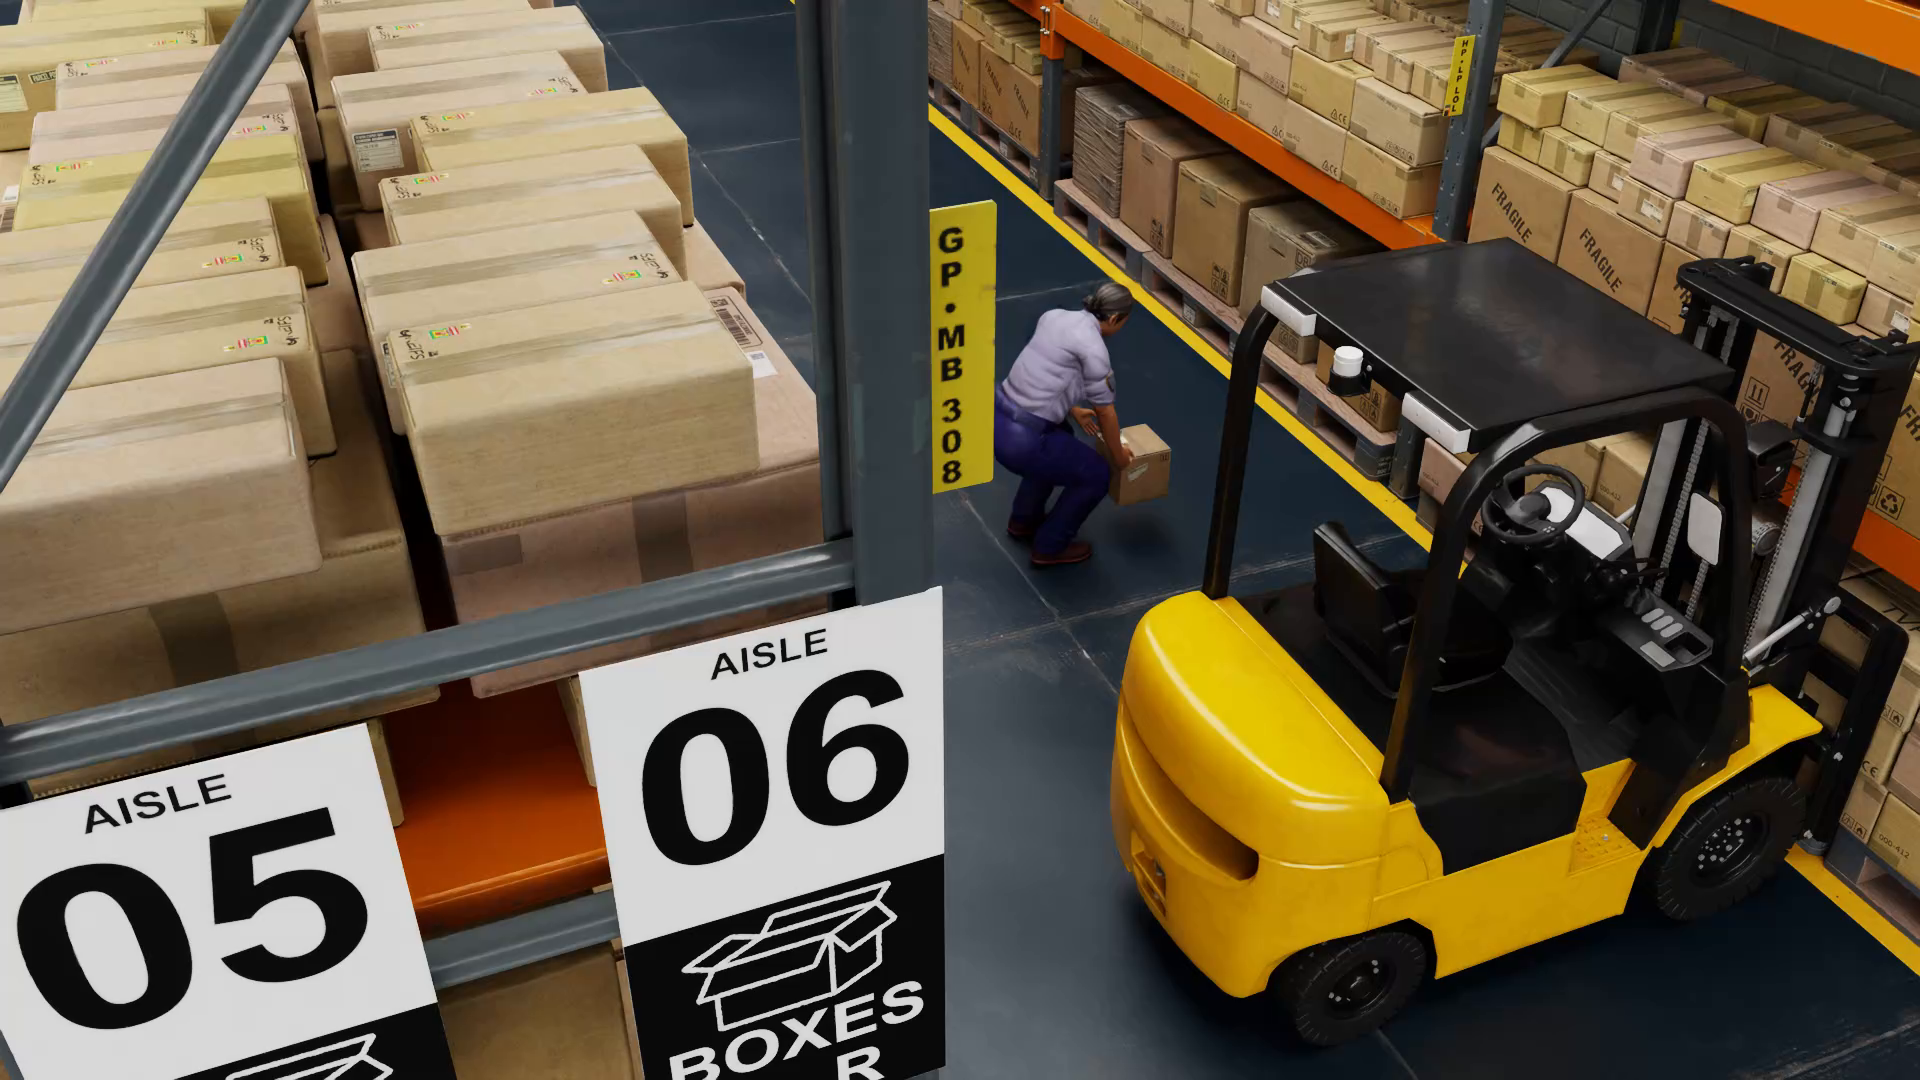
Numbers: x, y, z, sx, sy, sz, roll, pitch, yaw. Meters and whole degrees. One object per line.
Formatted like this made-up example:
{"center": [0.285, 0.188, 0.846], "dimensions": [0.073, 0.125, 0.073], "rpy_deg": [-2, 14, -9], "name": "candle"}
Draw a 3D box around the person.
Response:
{"center": [0.436, -0.516, 7.324], "dimensions": [0.661, 1.217, 0.536], "rpy_deg": [-13, 36, -19], "name": "person"}
